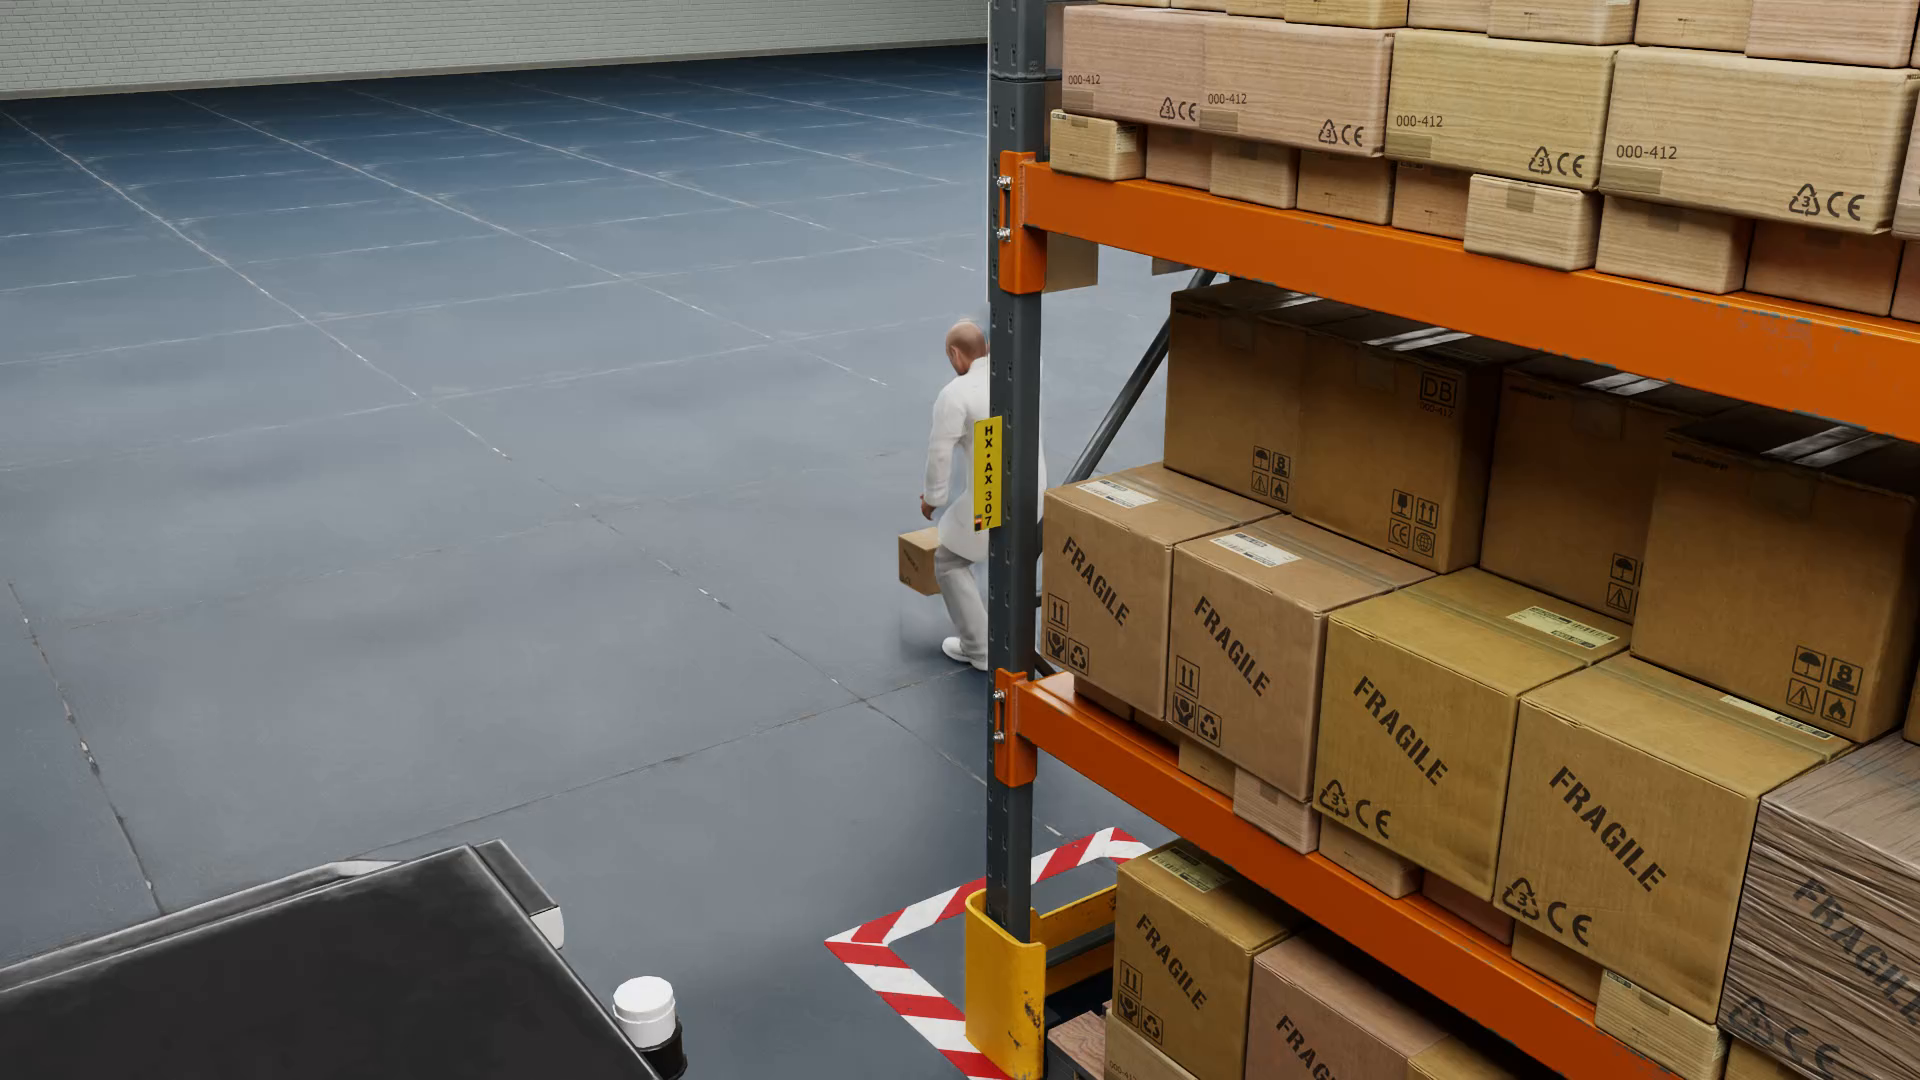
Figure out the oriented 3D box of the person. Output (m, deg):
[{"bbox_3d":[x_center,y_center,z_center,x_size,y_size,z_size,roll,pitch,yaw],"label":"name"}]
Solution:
[{"bbox_3d":[0.127,-0.191,7.828,0.615,1.623,0.539,-14,25,-32],"label":"person"}]
